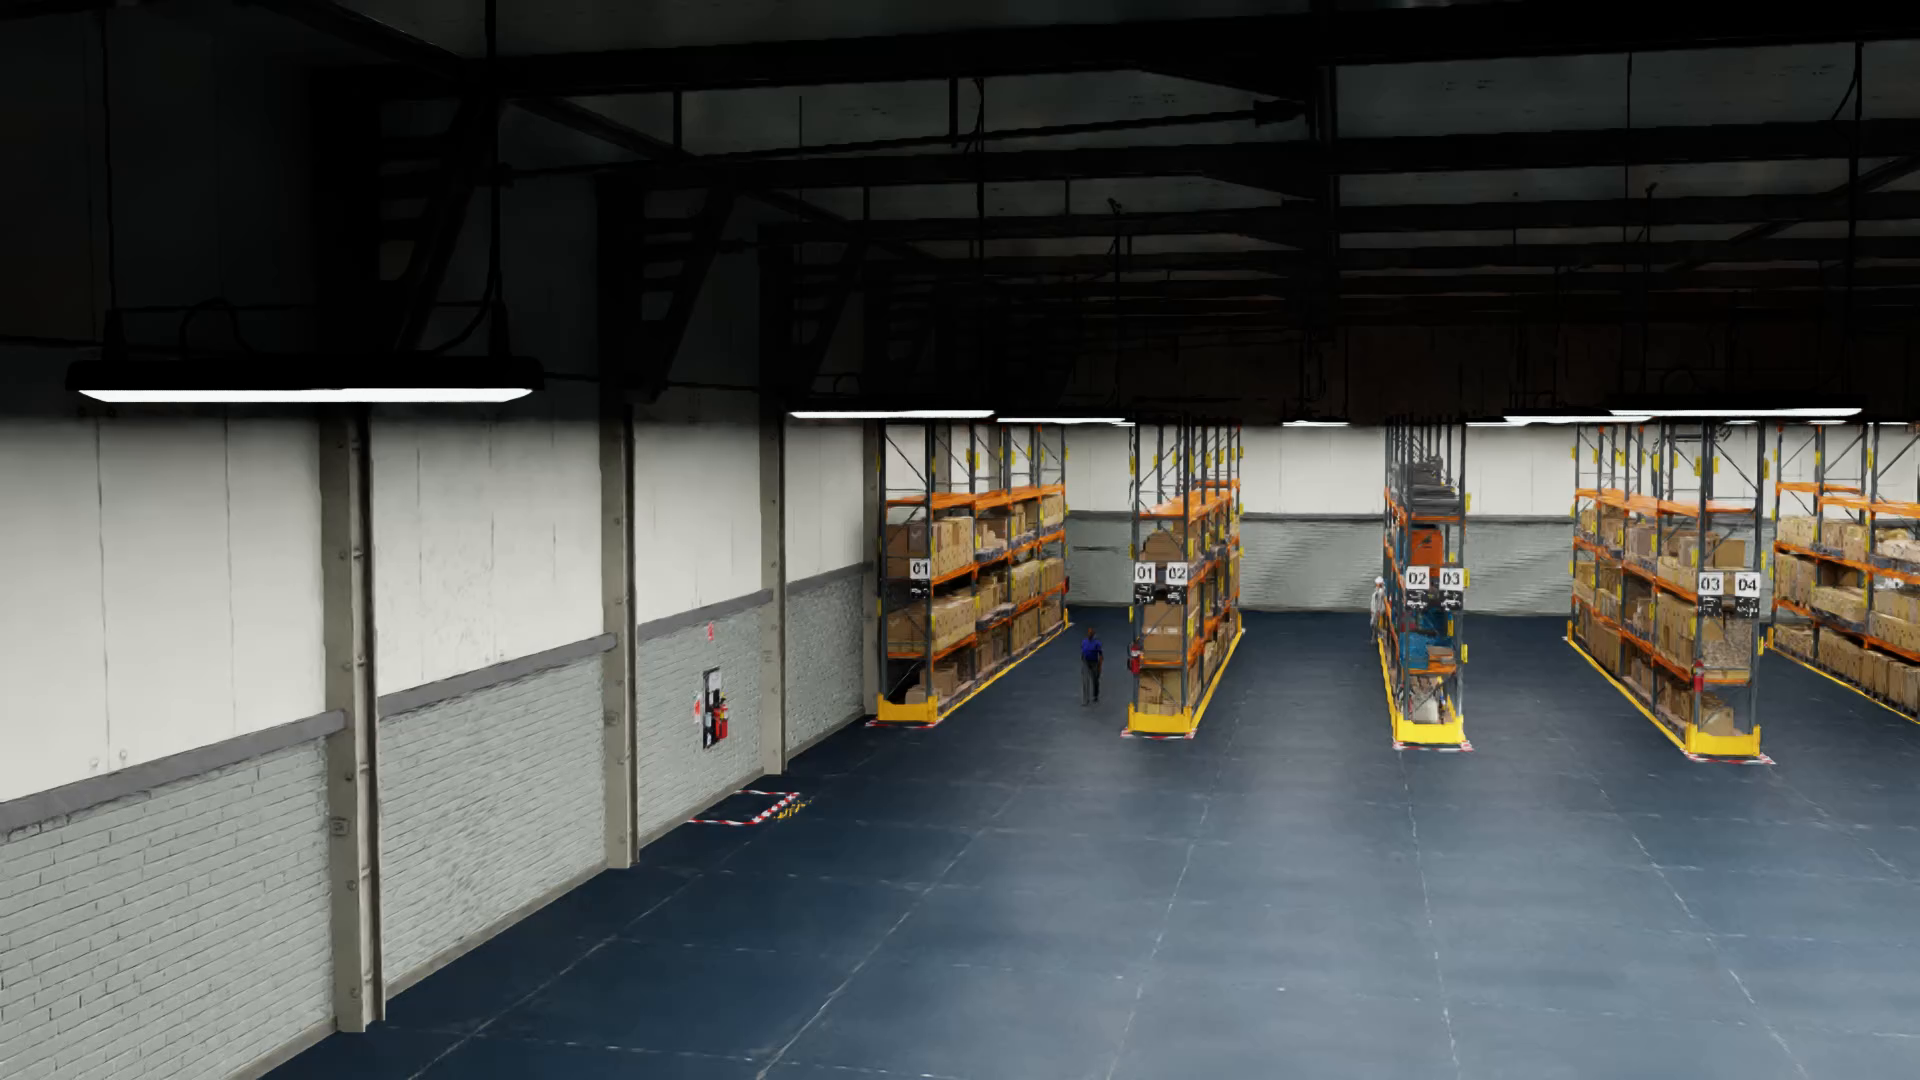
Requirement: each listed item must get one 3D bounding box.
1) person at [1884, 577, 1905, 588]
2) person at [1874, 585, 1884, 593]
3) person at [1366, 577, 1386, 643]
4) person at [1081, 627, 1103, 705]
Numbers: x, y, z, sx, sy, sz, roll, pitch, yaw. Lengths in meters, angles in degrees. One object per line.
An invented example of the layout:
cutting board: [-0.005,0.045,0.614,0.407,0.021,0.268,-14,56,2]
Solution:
person: [26.469,1.674,47.027,0.583,1.744,0.600,-3,5,-41]
person: [23.066,1.996,41.836,0.673,1.763,0.580,-4,5,-44]
person: [11.020,1.858,43.949,0.467,1.766,0.619,0,4,7]
person: [2.732,2.588,34.438,0.461,1.596,0.999,1,4,12]
